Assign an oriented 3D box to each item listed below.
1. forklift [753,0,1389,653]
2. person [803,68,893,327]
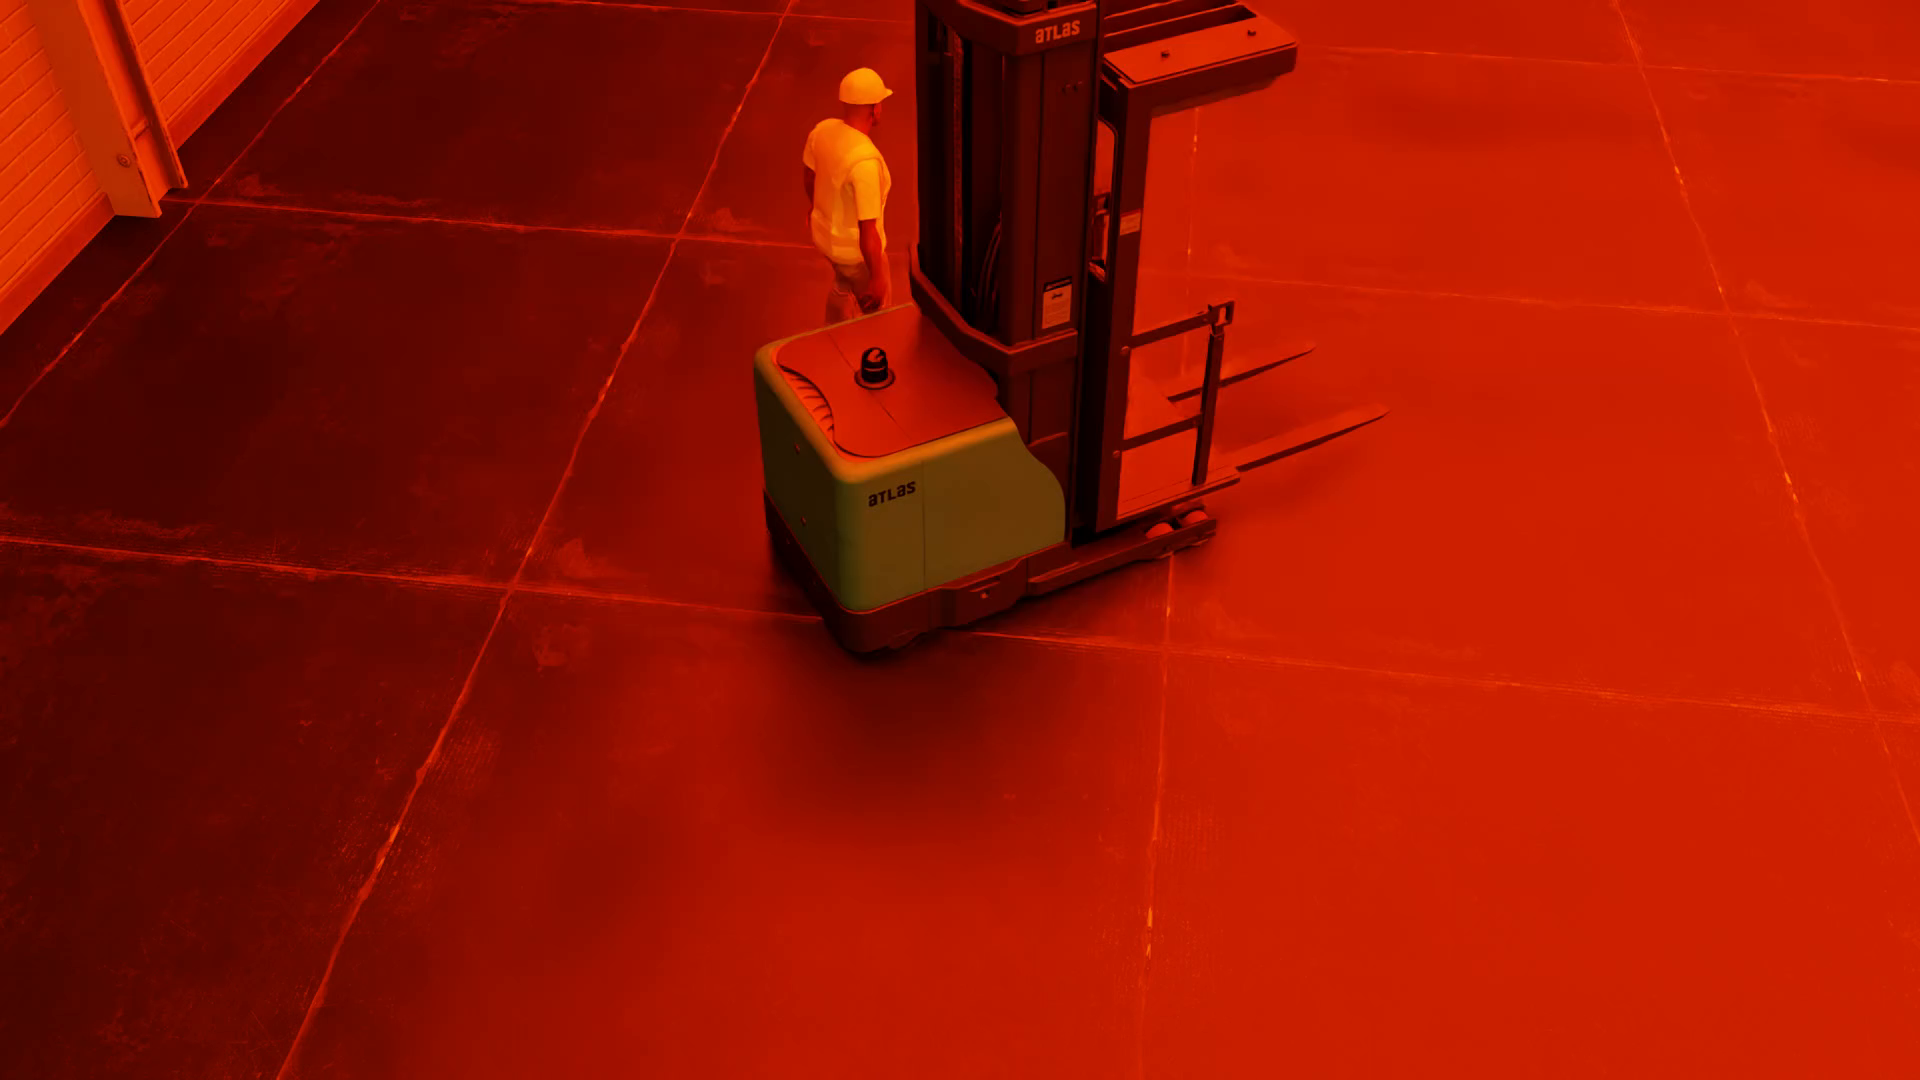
[{"bbox_3d":[0.636,-1.292,7.131,3.031,2.935,1.130,-19,46,-20],"label":"forklift"},{"bbox_3d":[-0.506,-1.516,8.260,0.444,1.732,0.866,-22,47,-22],"label":"person"}]
